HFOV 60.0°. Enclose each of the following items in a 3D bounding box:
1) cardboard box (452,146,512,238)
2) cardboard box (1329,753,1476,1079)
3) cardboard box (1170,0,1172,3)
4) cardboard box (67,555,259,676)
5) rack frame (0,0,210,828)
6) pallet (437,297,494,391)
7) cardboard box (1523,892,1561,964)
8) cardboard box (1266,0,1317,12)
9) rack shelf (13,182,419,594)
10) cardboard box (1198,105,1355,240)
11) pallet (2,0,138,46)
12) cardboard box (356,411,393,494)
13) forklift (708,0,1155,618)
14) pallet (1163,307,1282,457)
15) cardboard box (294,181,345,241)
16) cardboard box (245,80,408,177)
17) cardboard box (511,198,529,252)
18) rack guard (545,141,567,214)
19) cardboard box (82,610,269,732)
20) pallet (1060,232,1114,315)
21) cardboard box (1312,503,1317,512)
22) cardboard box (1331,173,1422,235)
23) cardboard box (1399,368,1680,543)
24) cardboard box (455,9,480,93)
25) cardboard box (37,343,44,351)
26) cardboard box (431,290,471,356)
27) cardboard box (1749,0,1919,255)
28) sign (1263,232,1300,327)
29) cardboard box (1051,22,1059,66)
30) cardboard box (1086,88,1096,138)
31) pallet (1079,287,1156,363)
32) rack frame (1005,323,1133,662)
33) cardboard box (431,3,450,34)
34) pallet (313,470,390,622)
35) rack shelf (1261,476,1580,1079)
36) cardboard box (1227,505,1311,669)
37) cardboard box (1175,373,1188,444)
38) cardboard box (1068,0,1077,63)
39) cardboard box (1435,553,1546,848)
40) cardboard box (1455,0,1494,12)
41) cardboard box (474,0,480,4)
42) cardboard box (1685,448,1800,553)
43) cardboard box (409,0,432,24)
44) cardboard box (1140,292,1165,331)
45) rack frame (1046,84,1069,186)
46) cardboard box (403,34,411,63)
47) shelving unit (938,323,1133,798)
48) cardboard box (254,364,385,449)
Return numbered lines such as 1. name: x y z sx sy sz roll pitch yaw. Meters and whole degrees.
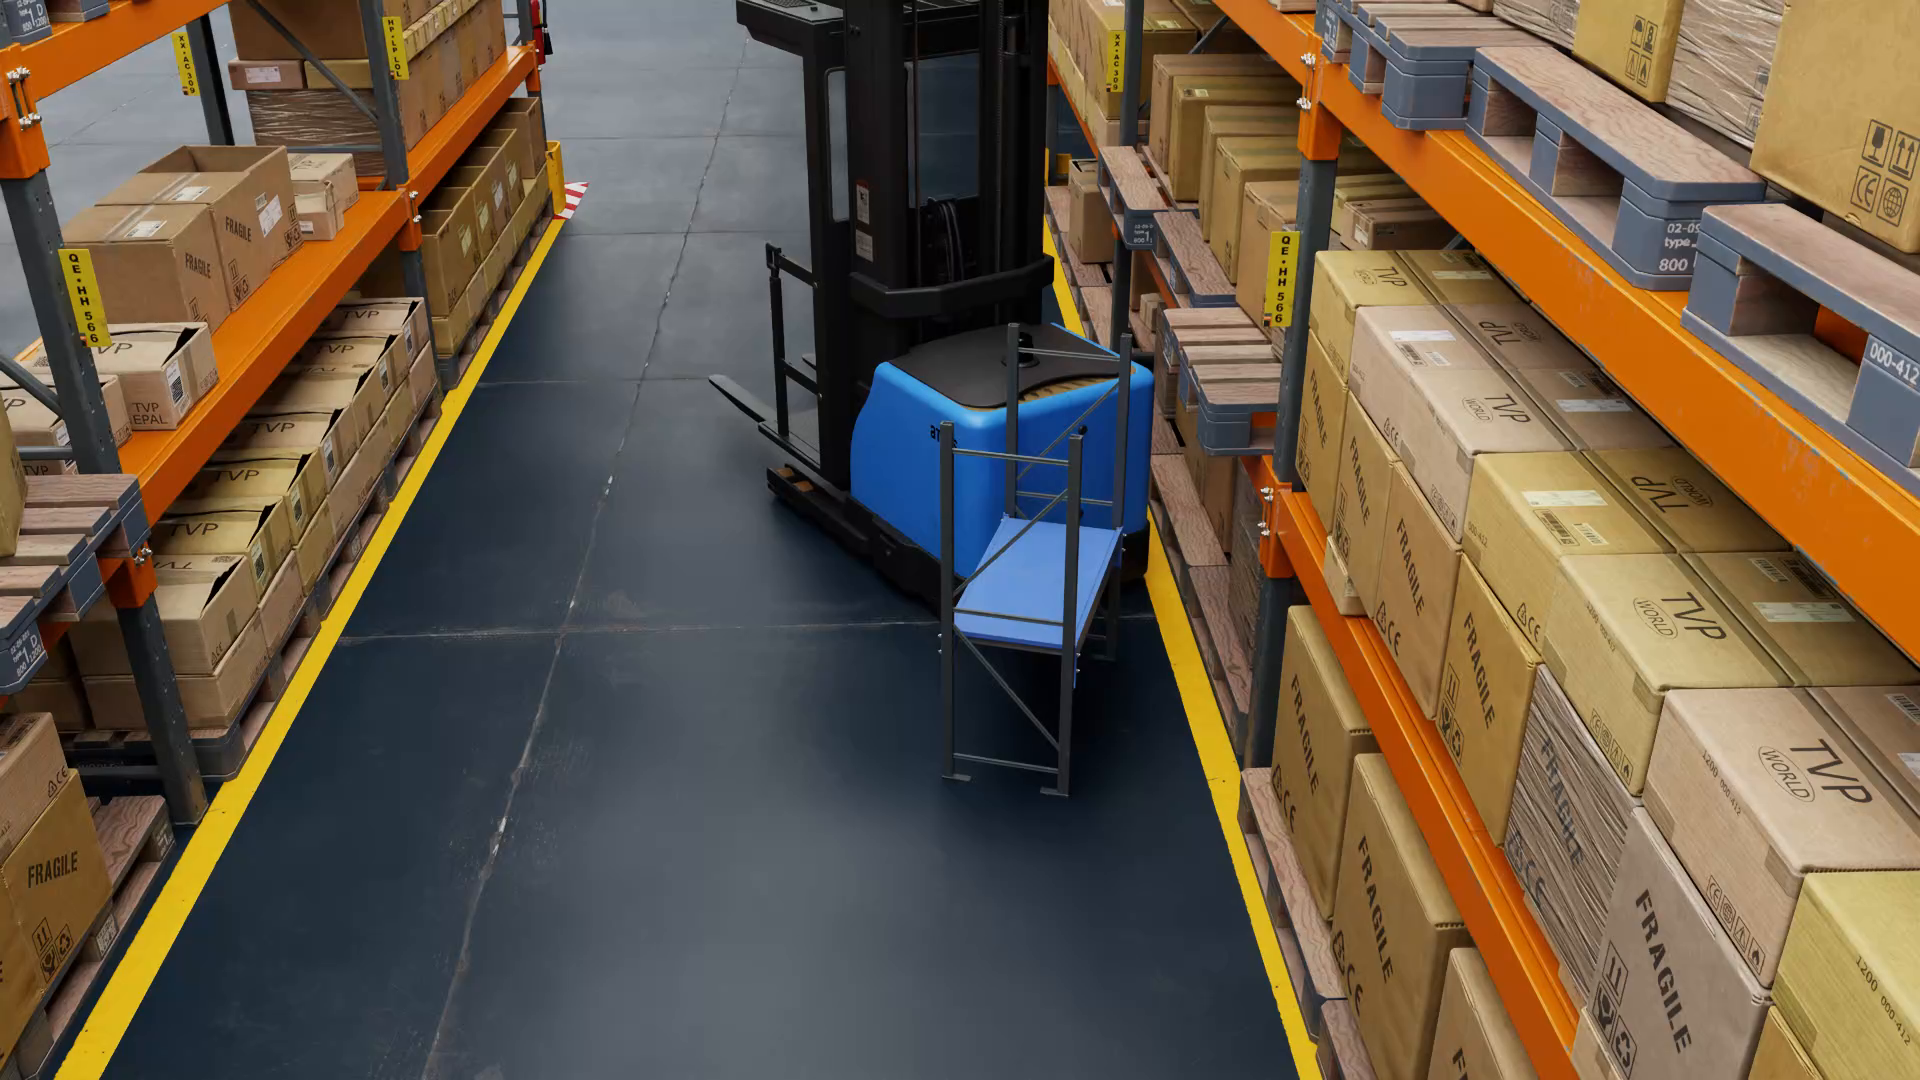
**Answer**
1. cardboard box: -3.343 -2.337 11.196 0.500 0.500 0.500 -1 28 -3
2. cardboard box: 1.551 1.117 4.735 0.750 0.750 0.750 -2 28 -3
3. cardboard box: 1.536 -3.211 10.492 0.500 0.500 0.500 -1 28 -1
4. cardboard box: -3.076 0.259 6.422 0.500 0.311 0.500 0 28 -1
5. rack frame: -3.342 -0.276 5.535 1.000 3.000 0.127 -1 28 -3
6. pallet: -3.551 -1.255 10.428 1.003 0.211 1.213 -1 28 -3
7. cardboard box: 1.491 0.815 3.693 0.380 0.149 0.250 -2 28 -4
8. cardboard box: 1.297 -2.023 5.715 0.500 0.311 0.500 -1 28 -3
9. rack shelf: -3.447 -0.881 7.473 1.077 0.370 4.000 -1 28 -3
10. cardboard box: 1.476 -1.686 7.656 0.700 0.500 0.500 2 28 4
11. pallet: -3.467 -1.833 5.482 1.213 0.211 1.003 0 28 0
12. cardboard box: -3.188 -0.436 8.361 0.500 0.250 0.500 -1 28 -2
13. forklift: -0.343 -1.542 8.037 1.130 2.935 3.031 -17 32 -29
14. pallet: 1.461 -0.639 6.439 1.213 0.211 1.003 -1 28 -3
15. cardboard box: -3.322 -1.662 8.338 0.396 0.266 0.258 -2 28 -4
16. cardboard box: -3.580 -2.372 9.447 0.700 0.500 0.500 -2 28 -4
17. cardboard box: -3.371 -2.235 11.812 0.500 0.250 0.500 -1 28 -3
18. rack guard: -3.761 -2.873 13.218 1.175 0.500 0.348 -1 28 -3
19. cardboard box: -3.076 0.508 6.552 0.500 0.250 0.500 -1 28 -3
20. pallet: 1.259 -1.882 11.631 1.003 0.211 1.213 -1 28 -3
21. cardboard box: 1.390 -0.137 5.519 0.380 0.149 0.250 -2 28 -3
22. cardboard box: 1.525 -1.231 6.081 0.380 0.149 0.250 -6 28 -11
23. cardboard box: 1.430 -0.220 4.166 0.500 0.250 0.500 -1 28 -2
24. cardboard box: -3.696 -3.327 11.277 0.700 0.500 0.500 -1 28 -2
25. cardboard box: -3.465 -0.752 6.720 0.380 0.149 0.250 1 28 1
26. cardboard box: -3.272 -1.312 10.041 0.500 0.250 0.500 -1 28 -3
27. cardboard box: 1.783 -0.784 2.682 0.700 0.500 0.500 -2 28 -4
28. sign: 1.063 -0.858 5.485 0.100 0.325 0.005 -1 28 -3
29. cardboard box: 0.937 -3.562 11.976 0.500 0.250 0.500 -2 28 -4
30. cardboard box: 1.051 -2.629 10.187 0.500 0.250 0.500 -1 28 -2
31. pallet: 1.325 -1.317 10.548 1.003 0.211 1.213 -1 28 -3
32. rack frame: 0.436 -0.170 6.954 0.500 1.500 0.032 7 28 13
33. cardboard box: -3.456 -3.299 10.522 0.380 0.149 0.250 -2 28 -3
34. pallet: -3.407 0.017 7.989 1.003 0.211 1.213 -1 28 -3
35. rack shelf: 1.709 0.845 4.164 1.077 0.370 4.000 -1 28 -3
36. cardboard box: 1.515 0.185 6.879 0.700 0.500 0.500 -1 28 -2
37. cardboard box: 1.528 -0.754 8.680 0.700 0.500 0.500 -2 28 -4
38. cardboard box: 0.987 -3.434 10.919 0.500 0.500 0.500 -1 28 -1
39. cardboard box: 1.452 0.360 3.865 0.500 0.500 0.500 -1 28 -1
40. cardboard box: 1.687 -1.748 4.531 0.700 0.500 0.500 -3 28 -7
41. cardboard box: -3.510 -3.775 11.435 0.380 0.149 0.250 -1 28 -2
42. cardboard box: 1.961 0.000 3.745 0.500 0.250 0.500 -2 28 -4
43. cardboard box: -3.634 -3.412 10.037 0.700 0.500 0.500 -1 28 -3
44. cardboard box: 1.338 -1.430 10.336 0.380 0.166 0.250 -5 28 -9
45. rack frame: 1.187 -4.092 12.852 1.000 3.000 0.127 -1 28 -3
46. cardboard box: -3.400 -2.819 9.602 0.380 0.149 0.250 -2 28 -4
47. shelving unit: 0.306 0.057 6.518 0.538 1.500 1.048 7 28 13
48. cardboard box: -3.186 -0.688 8.239 0.500 0.311 0.500 -1 28 -3
